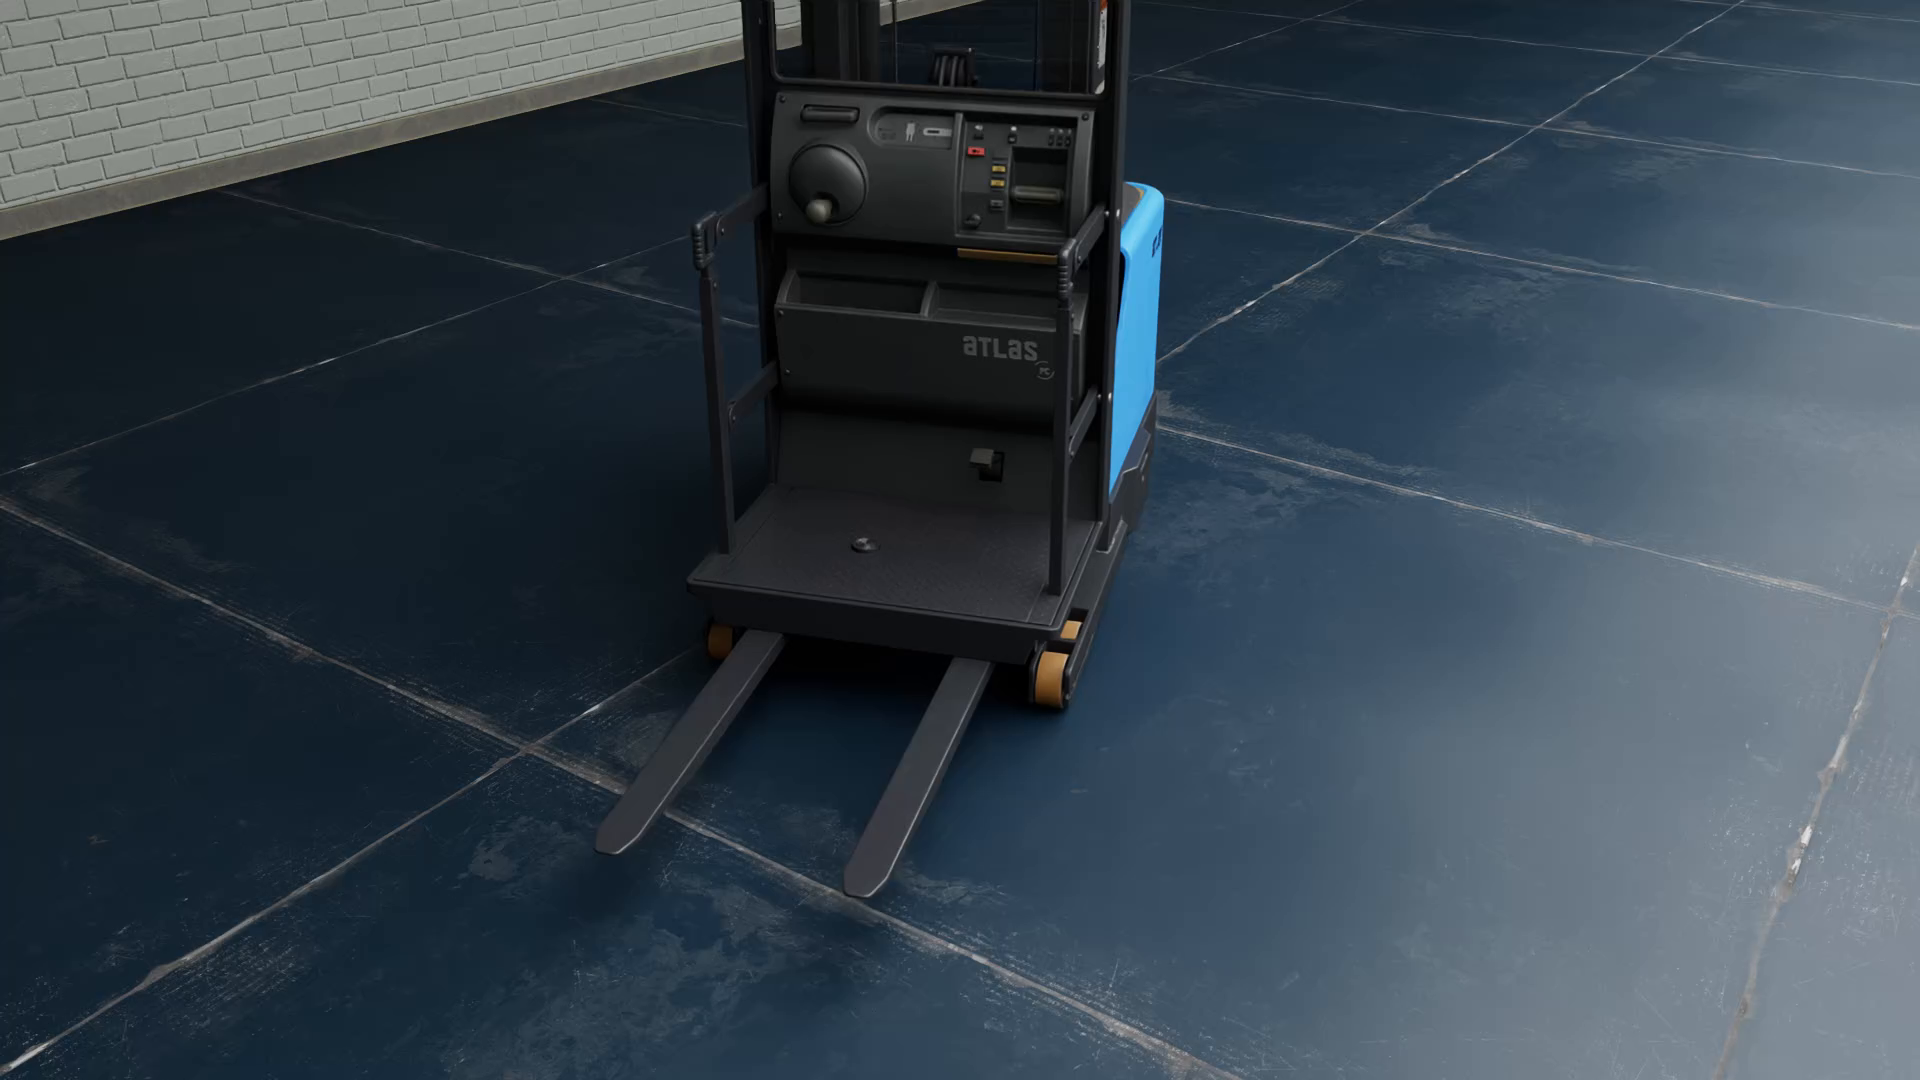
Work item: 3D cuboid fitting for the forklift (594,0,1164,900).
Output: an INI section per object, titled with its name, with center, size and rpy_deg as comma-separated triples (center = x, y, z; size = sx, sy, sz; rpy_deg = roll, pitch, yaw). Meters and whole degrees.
[forklift]
center = -0.140, -1.014, 4.511
size = 1.130, 2.935, 3.031
rpy_deg = 7, 28, 13
